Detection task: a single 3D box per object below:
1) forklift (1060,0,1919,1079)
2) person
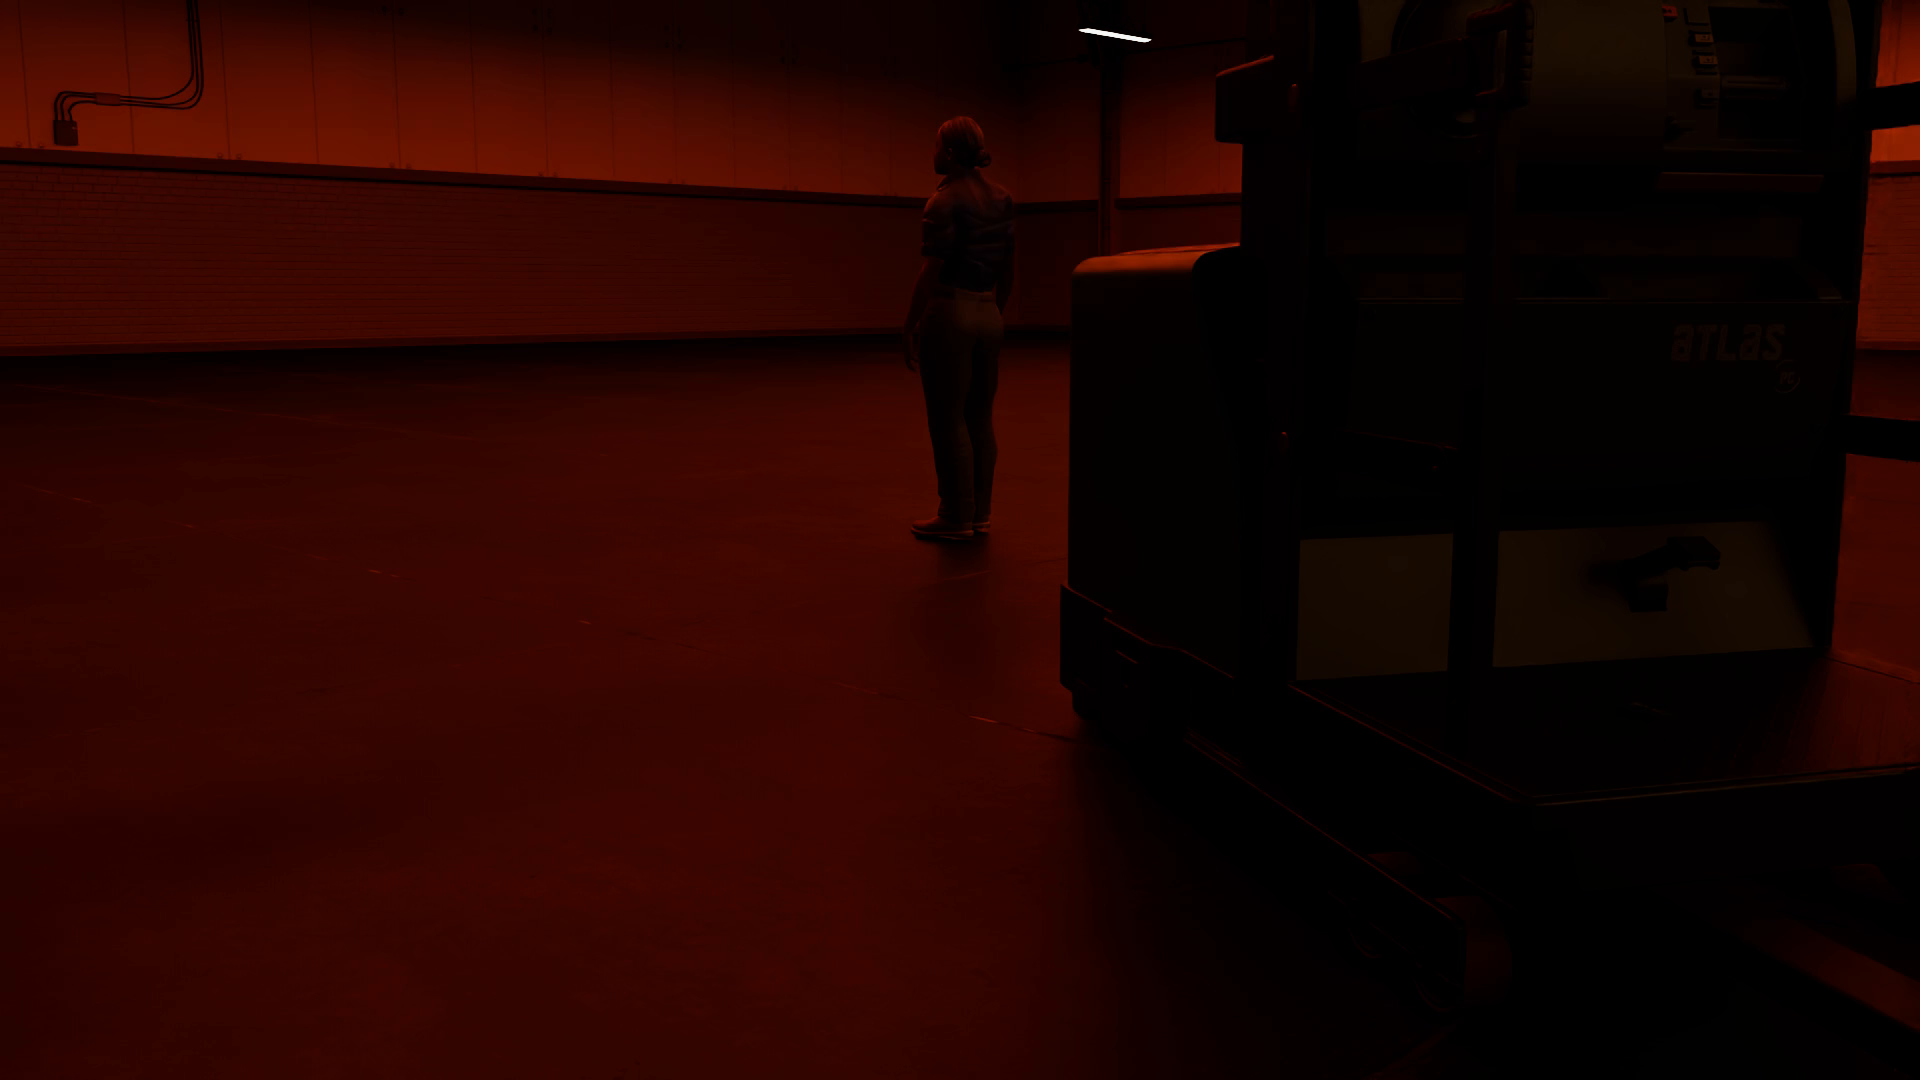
[{"bbox_3d":[1.110,-0.851,2.521,1.130,2.935,3.031,-2,9,-15],"label":"forklift"},{"bbox_3d":[-0.049,-0.836,6.667,0.504,1.654,0.569,8,12,43],"label":"person"}]
